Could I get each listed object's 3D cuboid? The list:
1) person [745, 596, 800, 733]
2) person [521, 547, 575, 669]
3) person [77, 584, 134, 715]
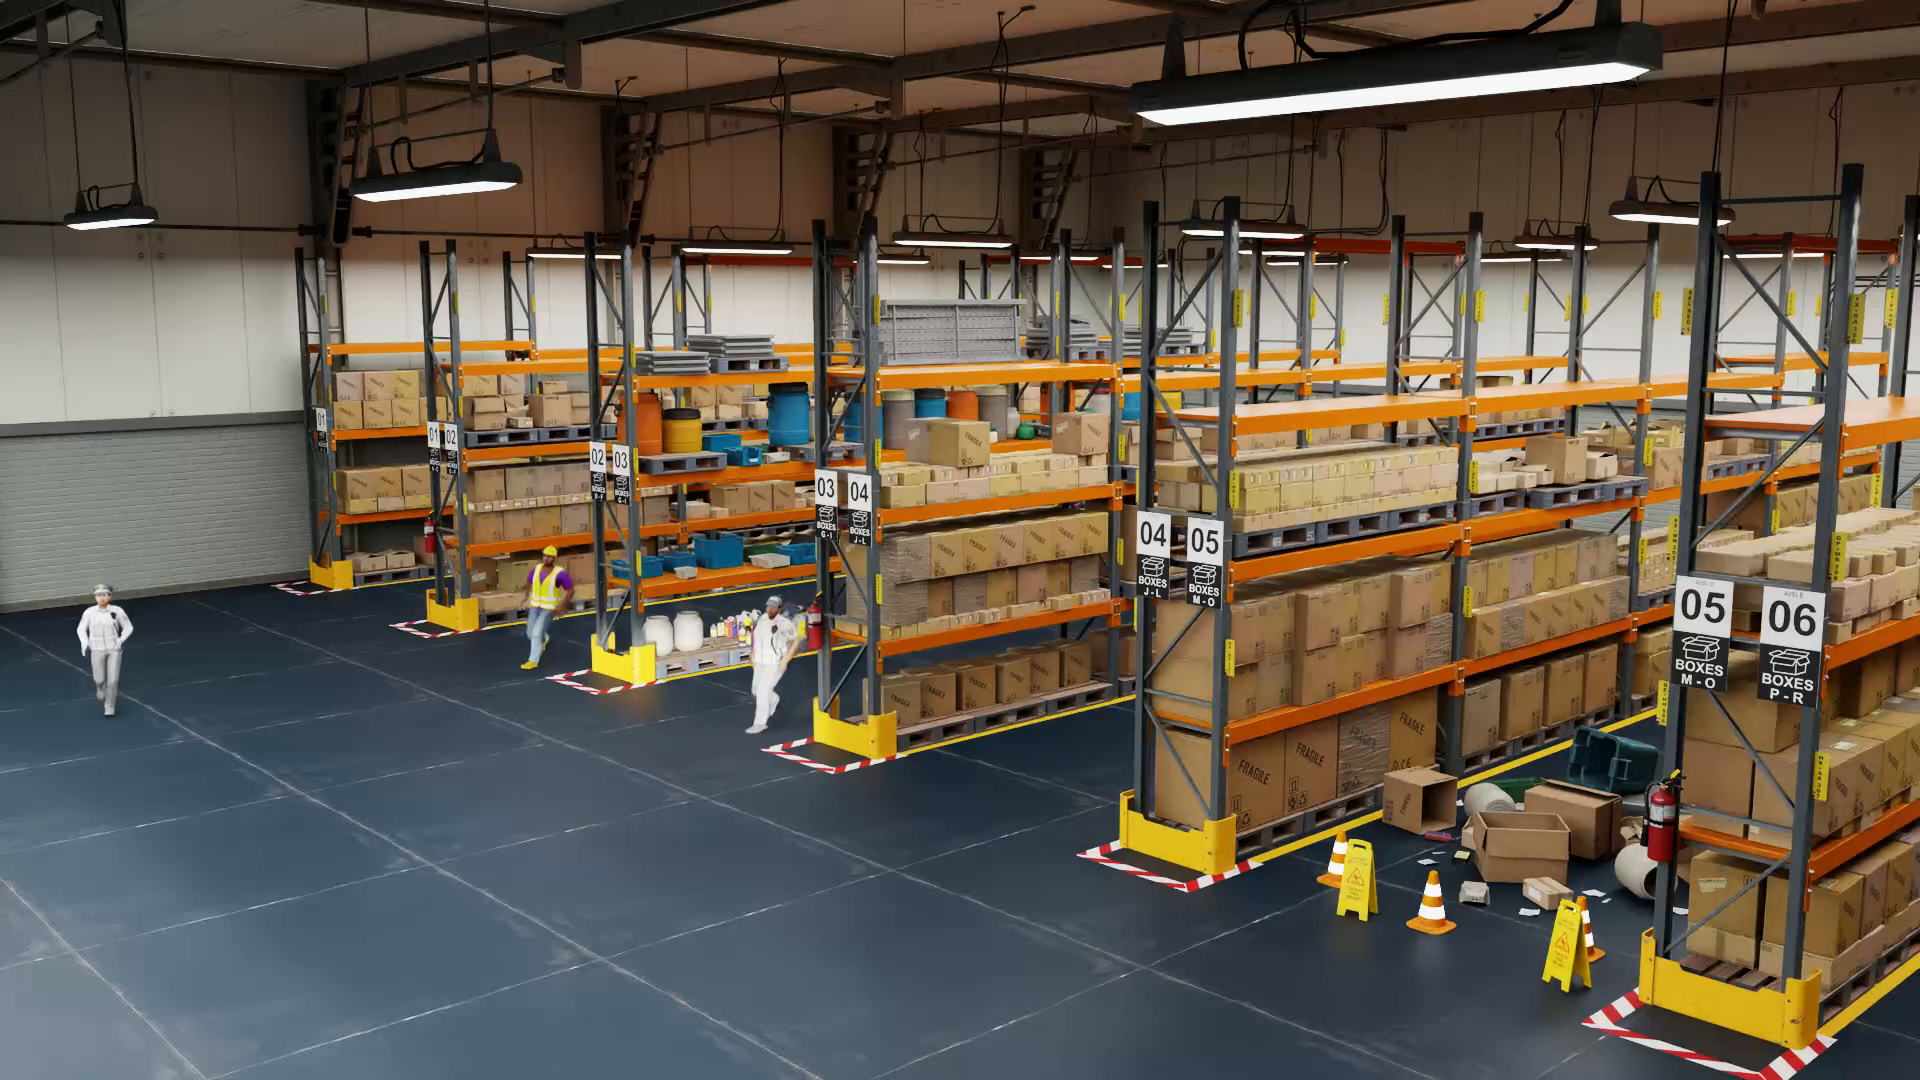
[{"bbox_3d":[-2.214,1.461,19.902,0.669,1.638,0.723,5,10,31],"label":"person"},{"bbox_3d":[-5.773,0.935,23.227,0.743,1.691,0.688,2,9,15],"label":"person"},{"bbox_3d":[-10.578,1.347,20.614,0.629,1.644,0.543,-4,9,-24],"label":"person"}]
